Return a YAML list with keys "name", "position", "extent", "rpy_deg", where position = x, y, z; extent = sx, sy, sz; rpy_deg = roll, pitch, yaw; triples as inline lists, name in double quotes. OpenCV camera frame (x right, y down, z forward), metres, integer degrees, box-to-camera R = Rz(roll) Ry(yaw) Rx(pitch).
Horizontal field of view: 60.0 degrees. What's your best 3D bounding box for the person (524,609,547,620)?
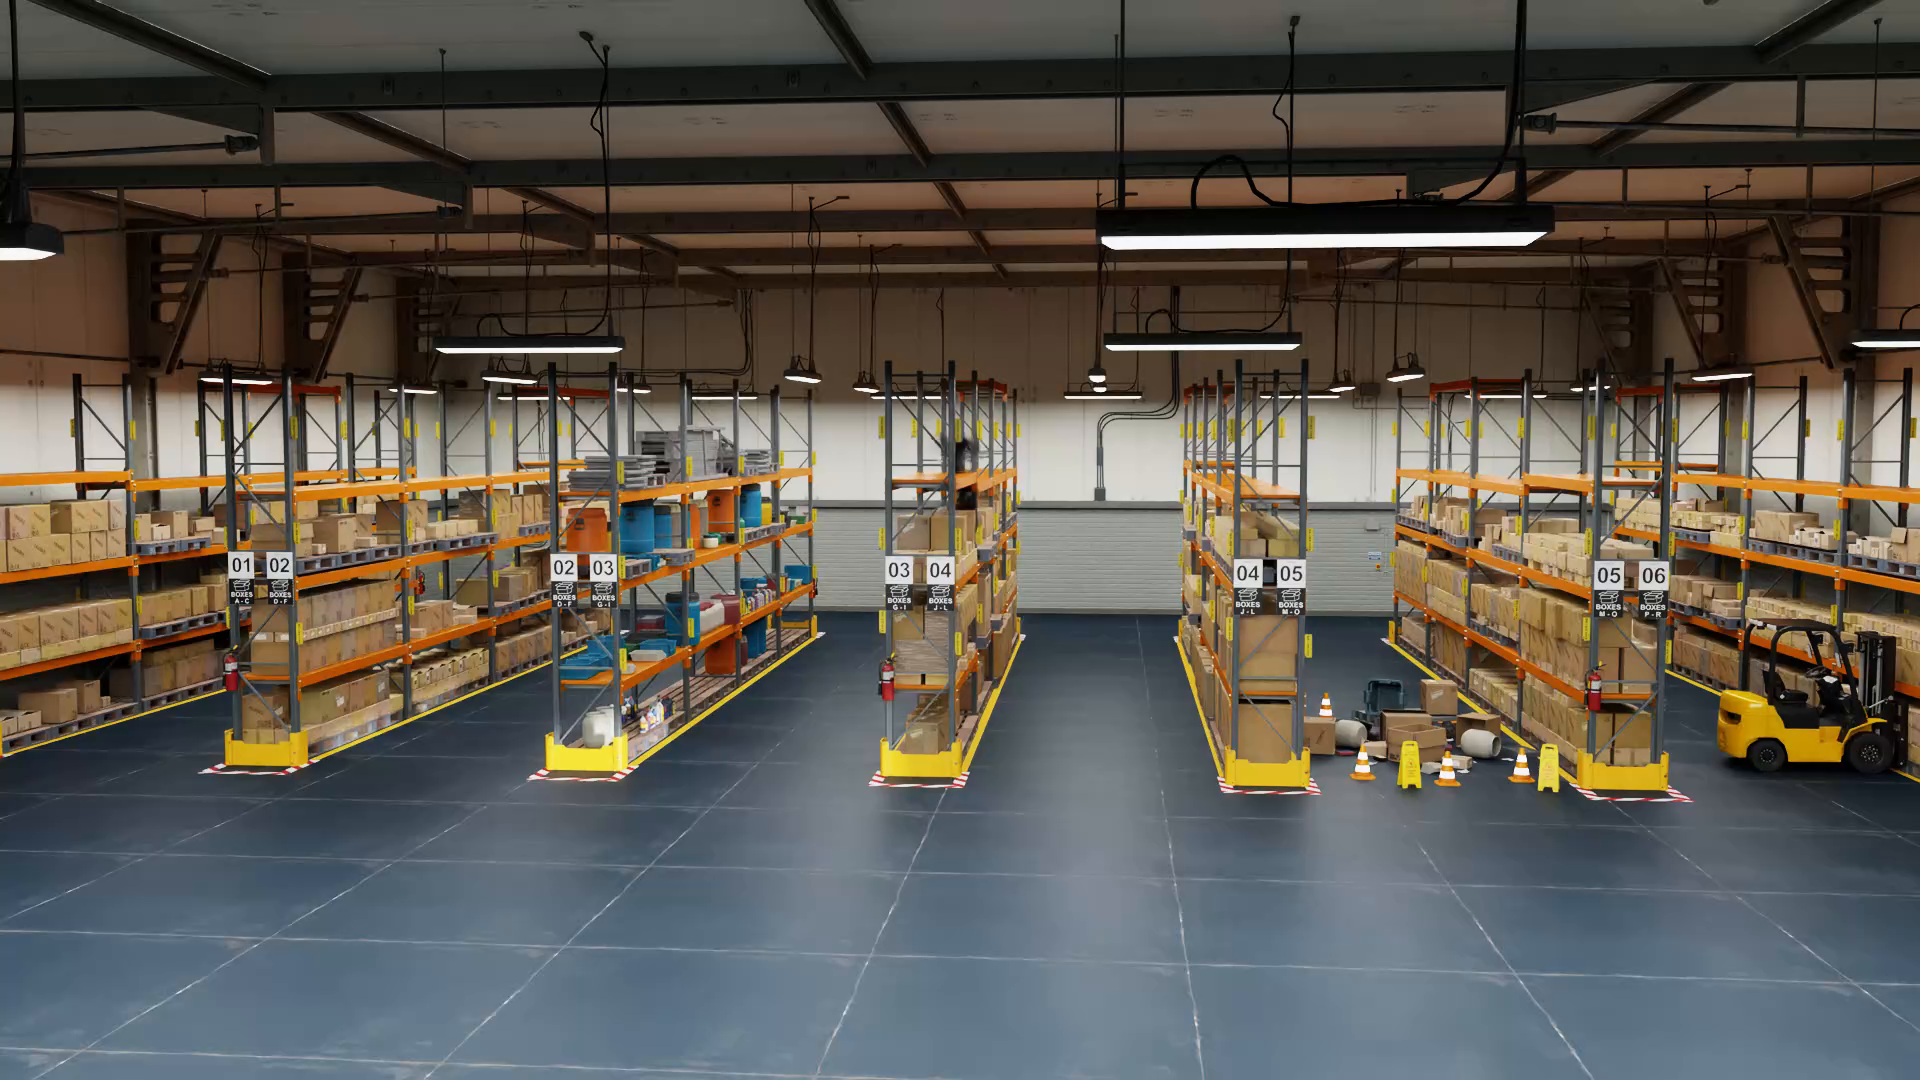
- name: "person"
  position: [-11.076, 1.255, 43.486]
  extent: [0.867, 1.823, 0.680]
  rpy_deg: [3, 5, 34]
